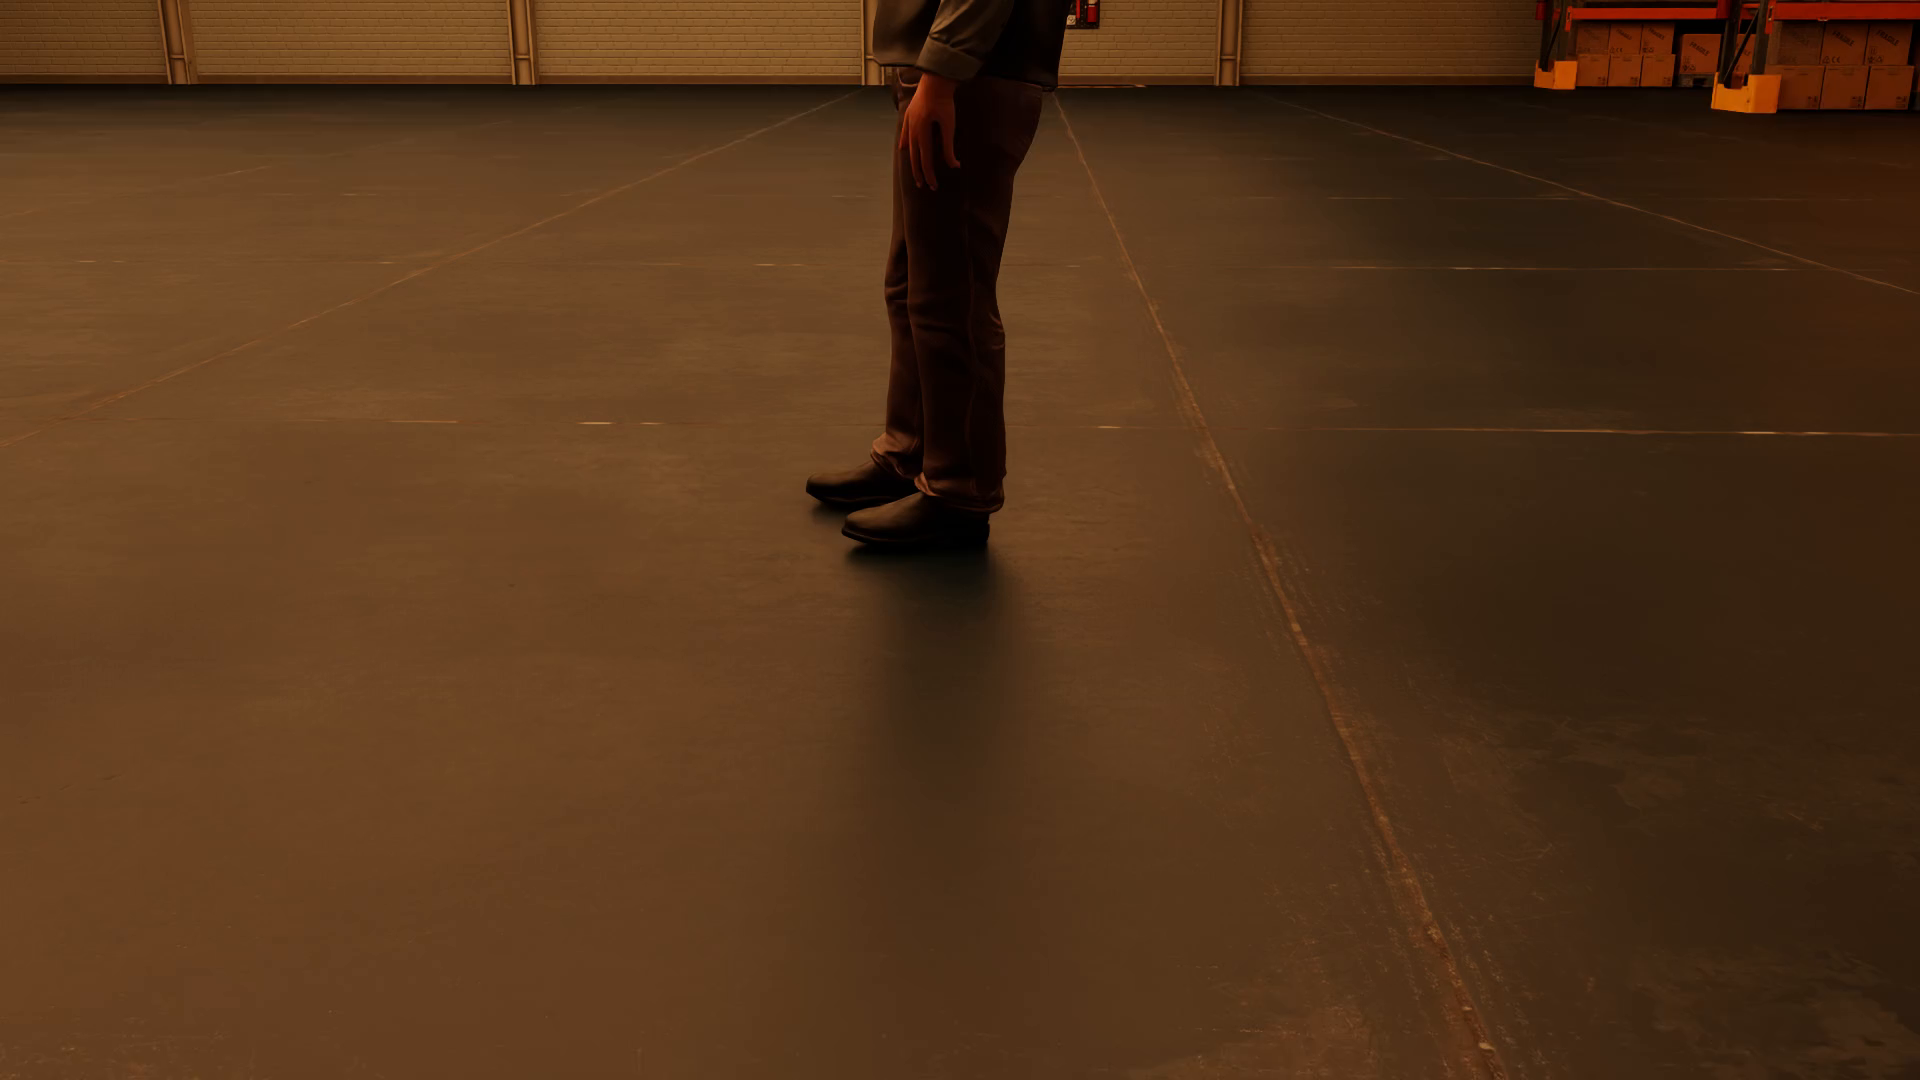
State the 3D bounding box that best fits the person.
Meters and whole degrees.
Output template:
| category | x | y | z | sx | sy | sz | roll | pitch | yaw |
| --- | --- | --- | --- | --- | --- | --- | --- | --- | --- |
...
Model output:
| category | x | y | z | sx | sy | sz | roll | pitch | yaw |
| --- | --- | --- | --- | --- | --- | --- | --- | --- | --- |
| person | -0.061 | -0.832 | 3.124 | 0.568 | 1.720 | 0.632 | 1 | 17 | 2 |
